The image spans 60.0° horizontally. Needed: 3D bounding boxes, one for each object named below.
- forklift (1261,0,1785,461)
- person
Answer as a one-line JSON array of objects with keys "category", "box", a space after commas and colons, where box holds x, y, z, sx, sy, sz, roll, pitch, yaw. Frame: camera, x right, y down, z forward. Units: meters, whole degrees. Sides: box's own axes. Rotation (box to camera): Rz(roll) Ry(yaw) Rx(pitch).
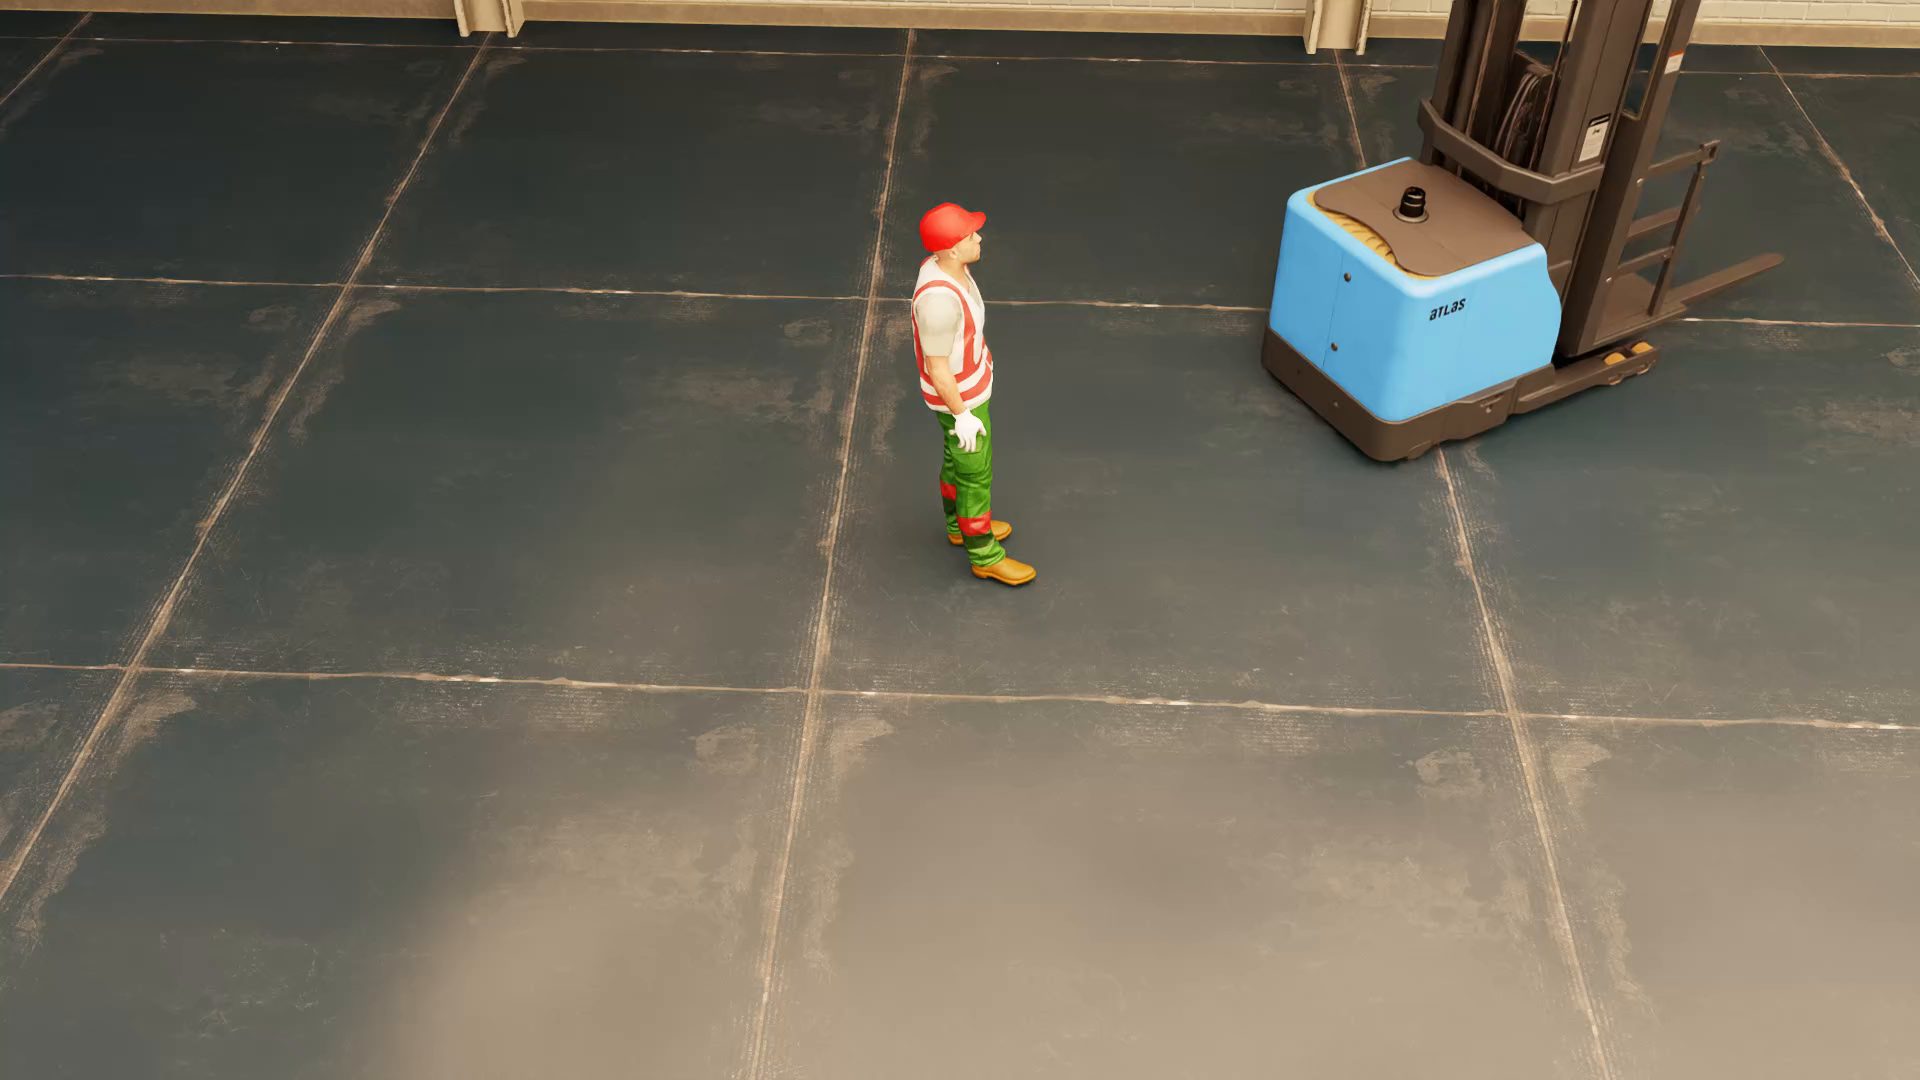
[{"category": "forklift", "box": [3.141, -2.197, 8.149, 3.031, 2.935, 1.130, -21, 46, -21]}, {"category": "person", "box": [0.080, -0.656, 7.296, 0.562, 1.790, 0.637, 2, 42, 2]}]
